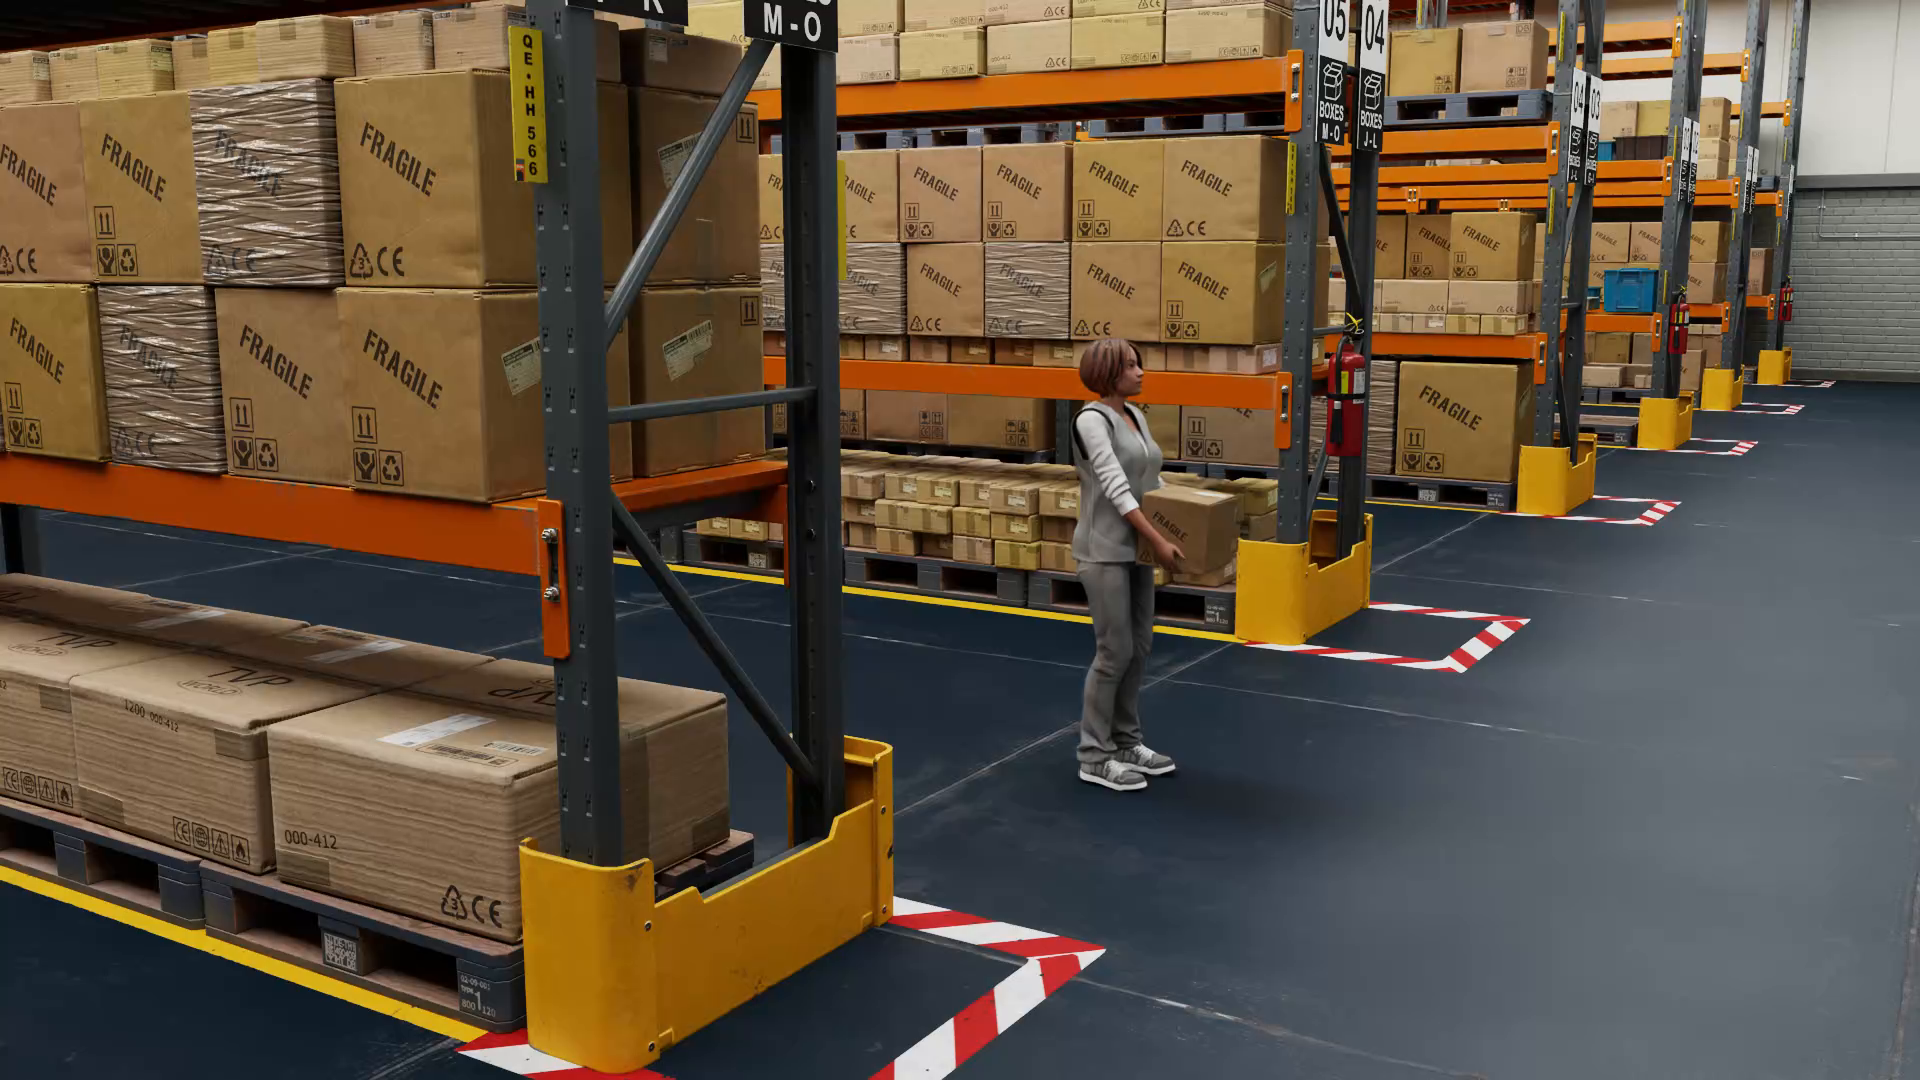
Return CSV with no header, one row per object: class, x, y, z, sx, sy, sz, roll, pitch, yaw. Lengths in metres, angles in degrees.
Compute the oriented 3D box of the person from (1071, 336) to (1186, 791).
person,0.643,0.079,5.943,0.477,1.598,0.412,6,11,31
